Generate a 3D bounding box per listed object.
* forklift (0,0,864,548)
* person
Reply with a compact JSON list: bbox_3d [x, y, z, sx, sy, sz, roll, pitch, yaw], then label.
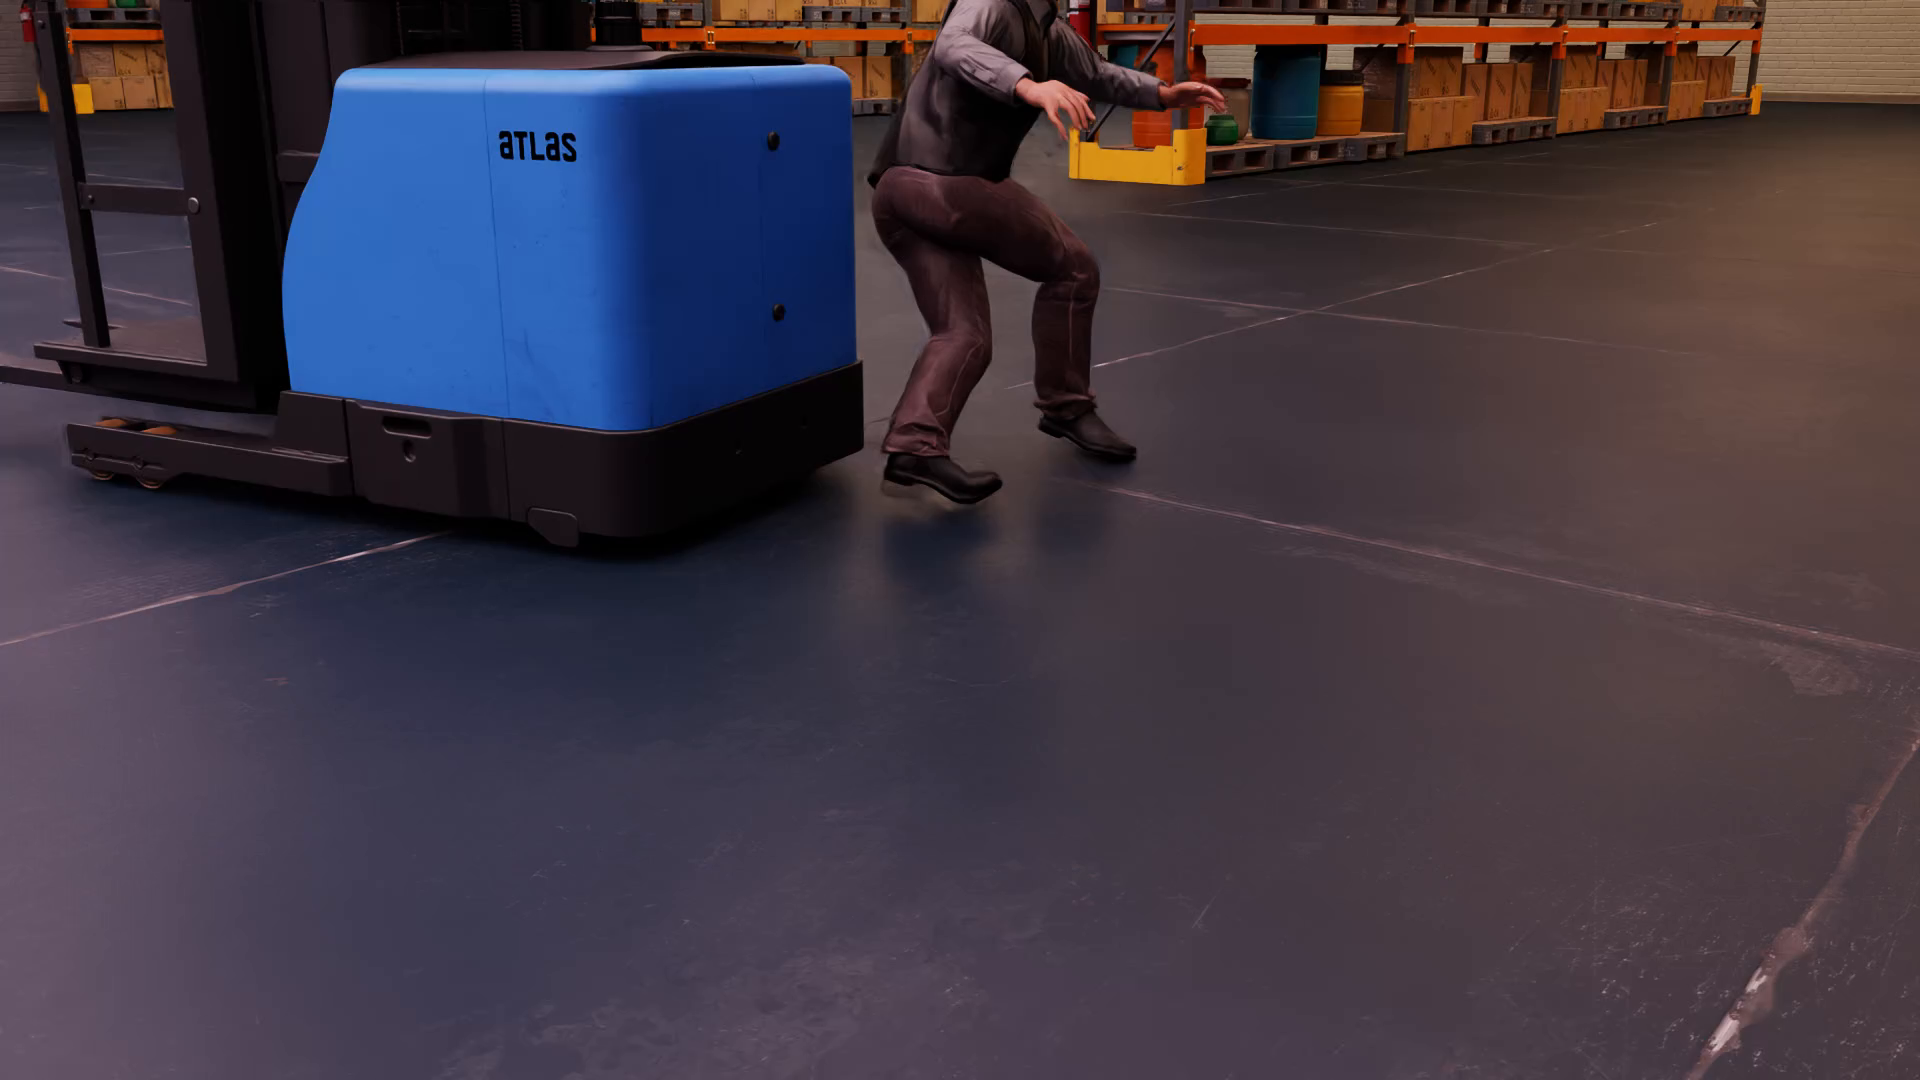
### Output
[{"bbox_3d":[-1.813,-1.662,4.371,3.031,2.935,1.130,8,19,26],"label":"forklift"},{"bbox_3d":[0.246,-0.892,4.332,1.003,1.498,0.943,-3,17,-10],"label":"person"}]
